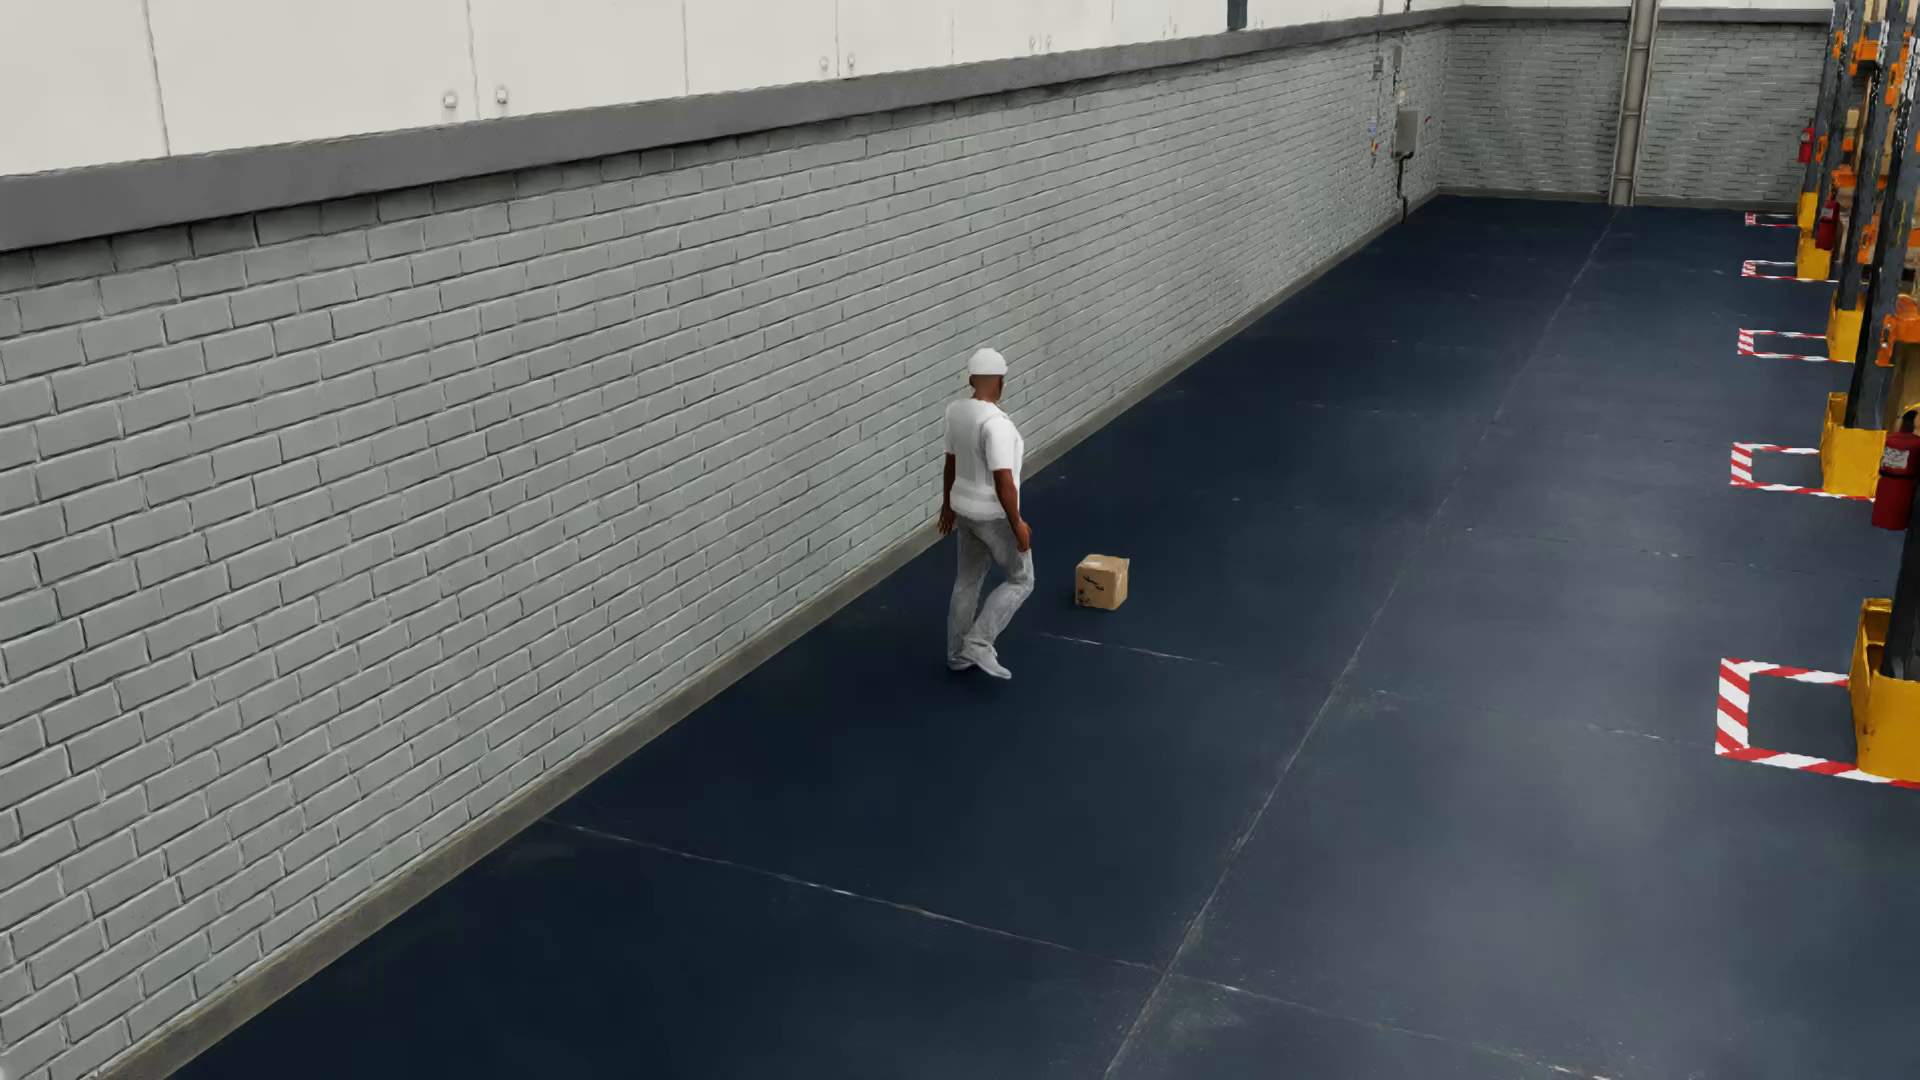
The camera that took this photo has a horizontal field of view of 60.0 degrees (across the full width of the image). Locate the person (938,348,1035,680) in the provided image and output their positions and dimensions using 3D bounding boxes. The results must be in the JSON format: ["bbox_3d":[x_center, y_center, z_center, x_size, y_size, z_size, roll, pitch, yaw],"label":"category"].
[{"bbox_3d":[0.125,-0.143,8.881,0.453,1.759,0.690,-11,22,-29],"label":"person"}]
